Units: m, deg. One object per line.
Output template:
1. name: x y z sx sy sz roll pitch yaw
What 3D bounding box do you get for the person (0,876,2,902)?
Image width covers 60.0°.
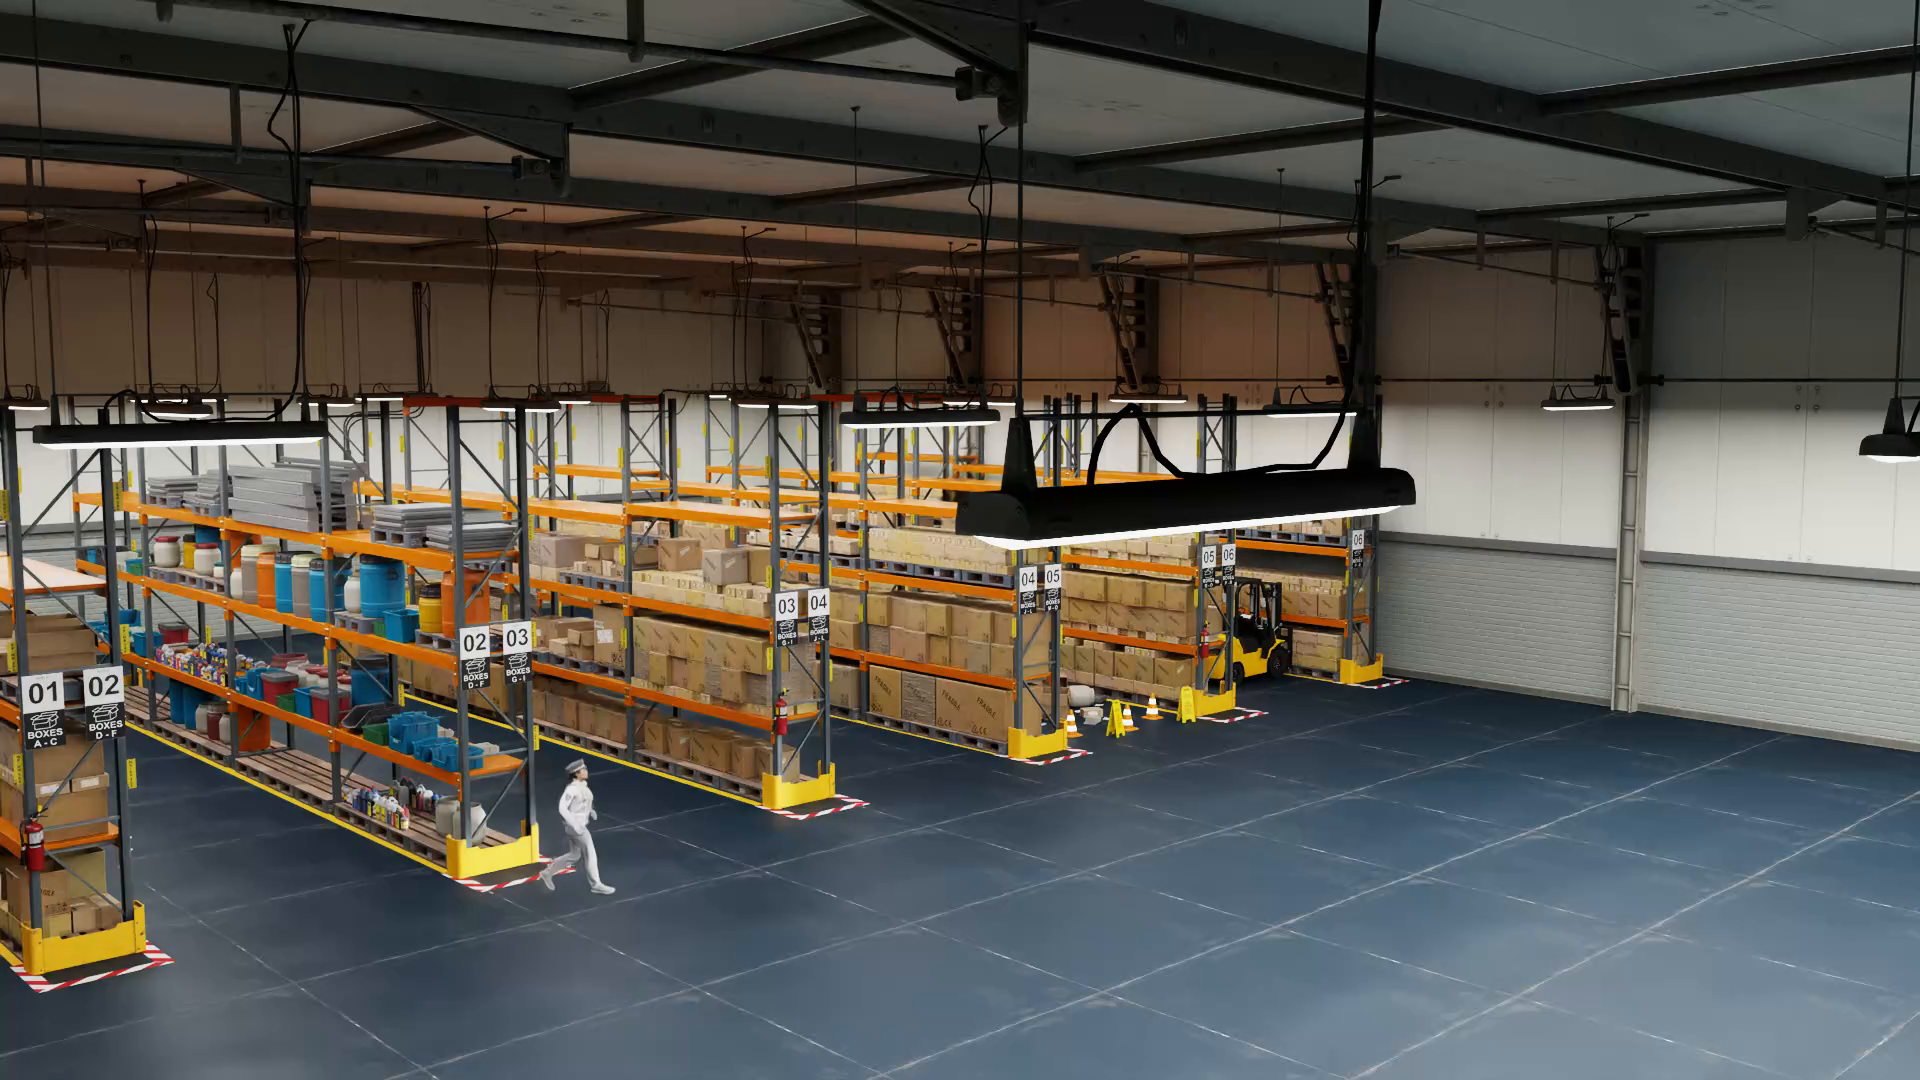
1. person: -10.176 3.854 17.034 0.752 1.756 0.755 3 6 31

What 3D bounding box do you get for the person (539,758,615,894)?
1. person: -4.704 3.498 20.378 0.909 1.680 0.616 -1 6 -6
